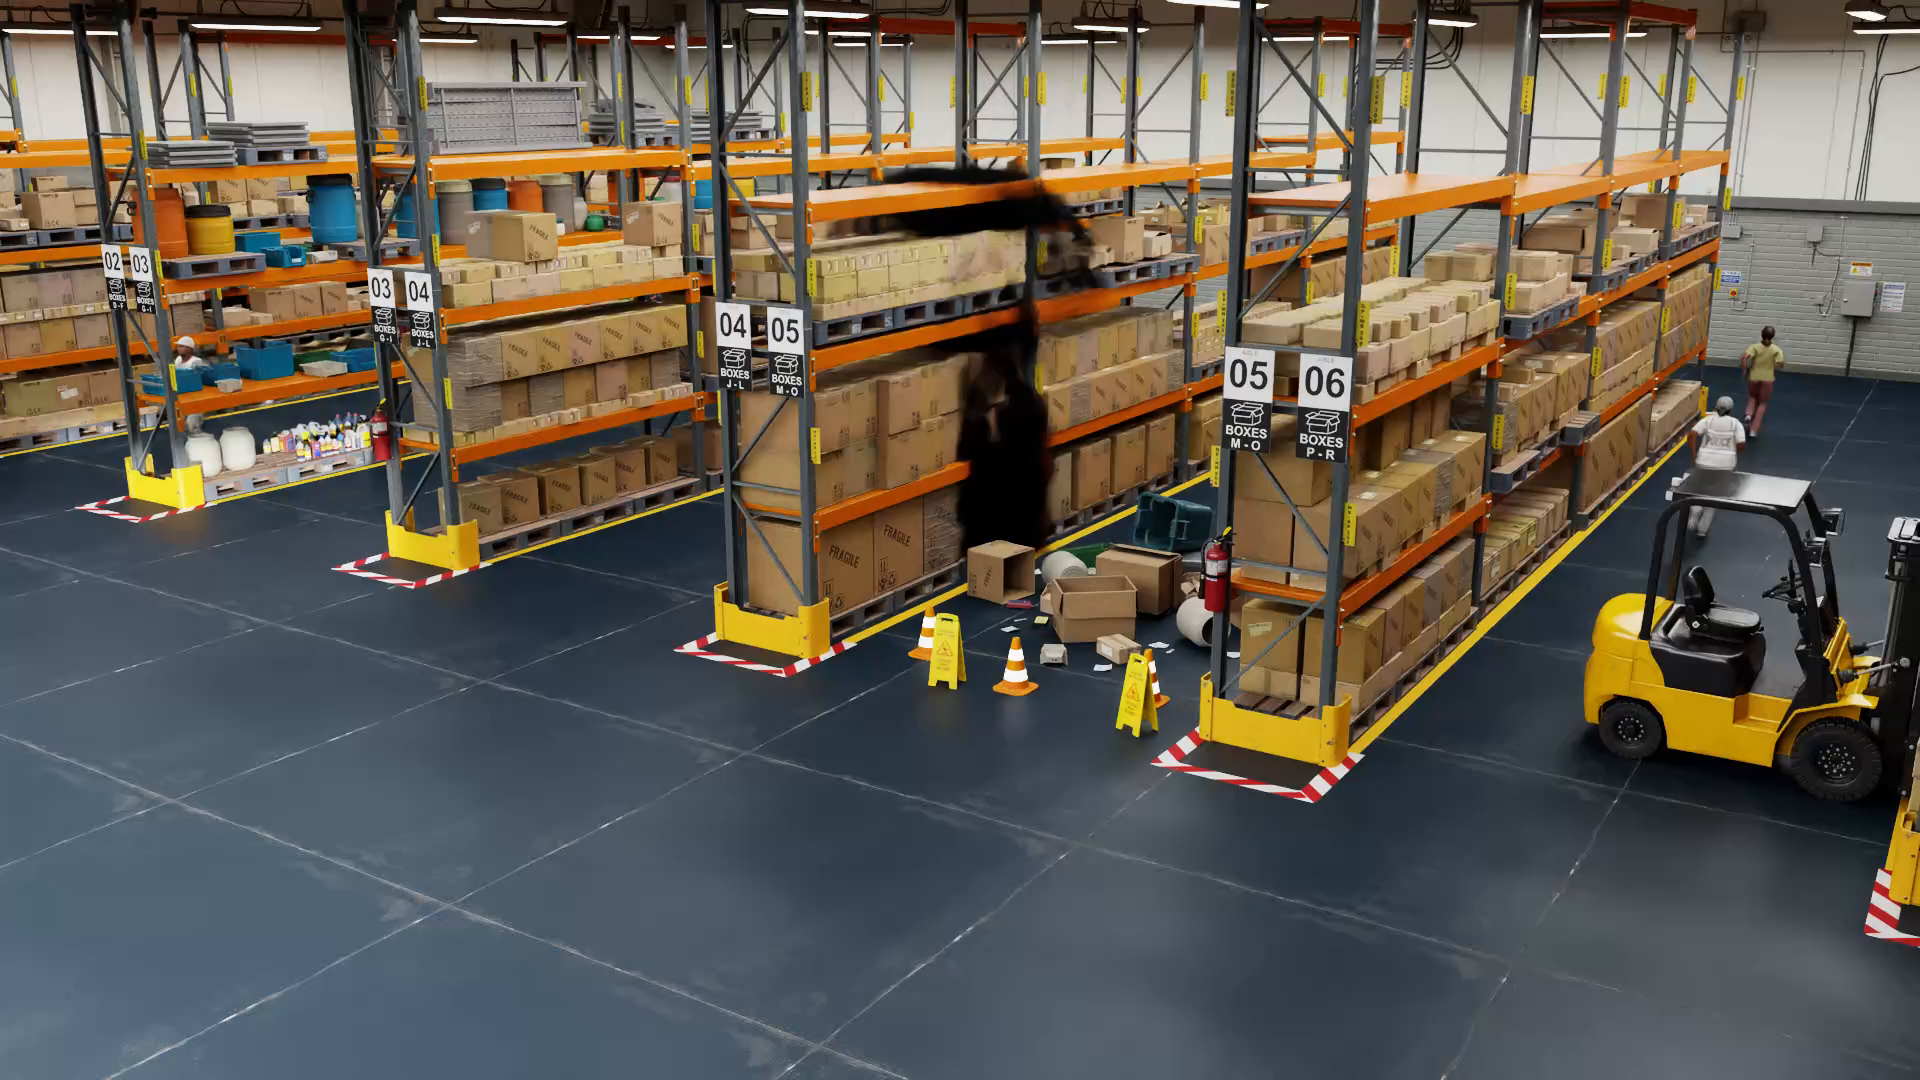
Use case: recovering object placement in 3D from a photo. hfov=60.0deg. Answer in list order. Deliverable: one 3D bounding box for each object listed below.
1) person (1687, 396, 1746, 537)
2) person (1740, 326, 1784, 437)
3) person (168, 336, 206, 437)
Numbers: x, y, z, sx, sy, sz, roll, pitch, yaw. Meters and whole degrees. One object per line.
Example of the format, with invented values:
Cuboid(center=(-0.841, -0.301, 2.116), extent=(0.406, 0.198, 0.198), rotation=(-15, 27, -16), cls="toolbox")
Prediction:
Cuboid(center=(8.734, -0.861, 19.243), extent=(0.599, 1.622, 0.645), rotation=(10, 19, 32), cls="person")
Cuboid(center=(11.849, -2.359, 24.609), extent=(0.558, 1.634, 0.584), rotation=(10, 18, 31), cls="person")
Cuboid(center=(-10.627, -1.926, 22.867), extent=(0.679, 1.738, 0.599), rotation=(9, 18, 28), cls="person")
